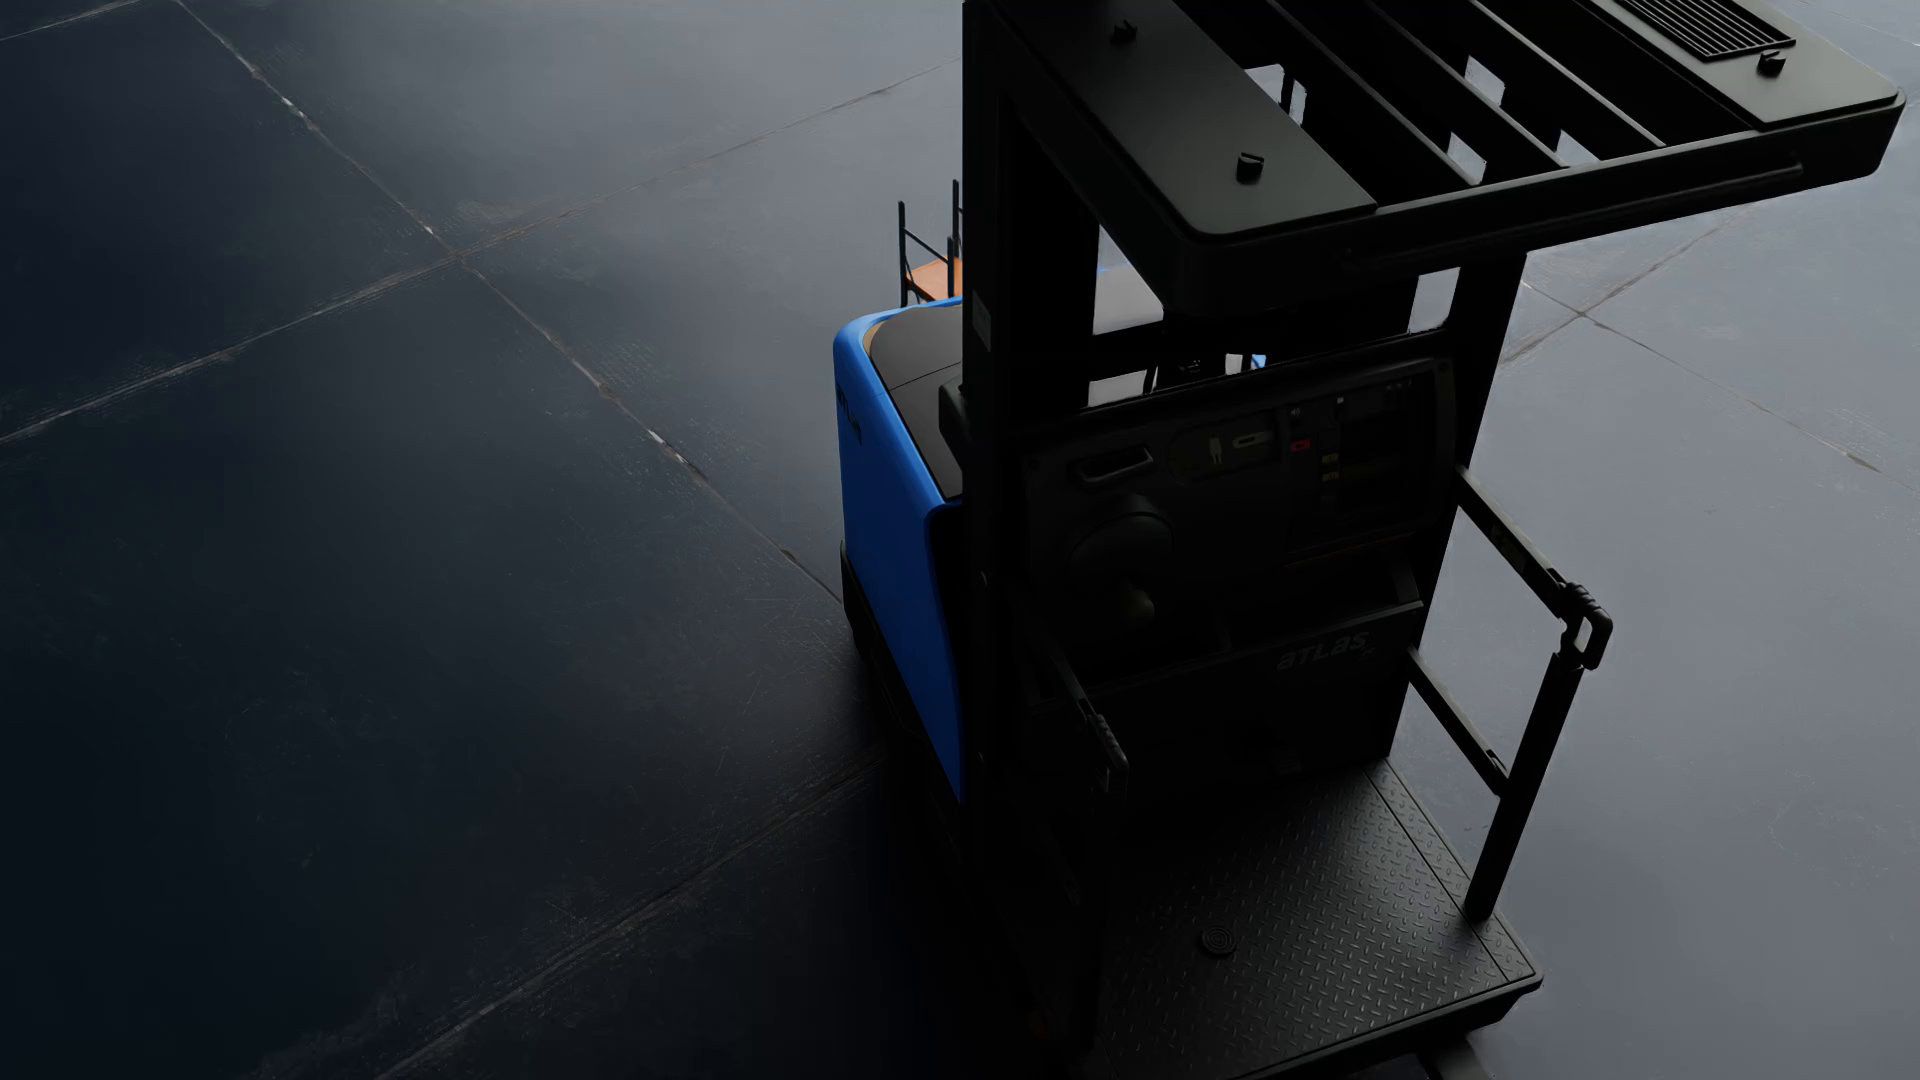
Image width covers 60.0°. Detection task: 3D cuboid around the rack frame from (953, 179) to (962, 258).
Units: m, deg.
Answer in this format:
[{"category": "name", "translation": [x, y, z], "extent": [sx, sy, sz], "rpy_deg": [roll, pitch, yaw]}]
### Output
[{"category": "rack frame", "translation": [0.055, -0.486, 4.891], "extent": [0.006, 1.200, 0.240], "rpy_deg": [-28, 50, -26]}]

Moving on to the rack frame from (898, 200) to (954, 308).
[{"category": "rack frame", "translation": [-0.091, -0.410, 4.810], "extent": [0.006, 1.200, 0.240], "rpy_deg": [-28, 50, -26]}]

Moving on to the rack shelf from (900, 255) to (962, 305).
[{"category": "rack shelf", "translation": [-0.018, -0.678, 4.635], "extent": [0.180, 0.103, 0.258], "rpy_deg": [-28, 50, -26]}]

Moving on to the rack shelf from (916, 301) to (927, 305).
[{"category": "rack shelf", "translation": [-0.018, -0.591, 4.717], "extent": [0.180, 0.103, 0.258], "rpy_deg": [-28, 50, -26]}]

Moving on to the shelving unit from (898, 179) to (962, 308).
[{"category": "shelving unit", "translation": [-0.018, -0.448, 4.851], "extent": [0.189, 1.200, 0.258], "rpy_deg": [-28, 50, -26]}]

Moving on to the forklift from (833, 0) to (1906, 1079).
[{"category": "forklift", "translation": [0.634, -0.015, 3.125], "extent": [1.130, 2.935, 3.031], "rpy_deg": [-14, 45, -14]}]
